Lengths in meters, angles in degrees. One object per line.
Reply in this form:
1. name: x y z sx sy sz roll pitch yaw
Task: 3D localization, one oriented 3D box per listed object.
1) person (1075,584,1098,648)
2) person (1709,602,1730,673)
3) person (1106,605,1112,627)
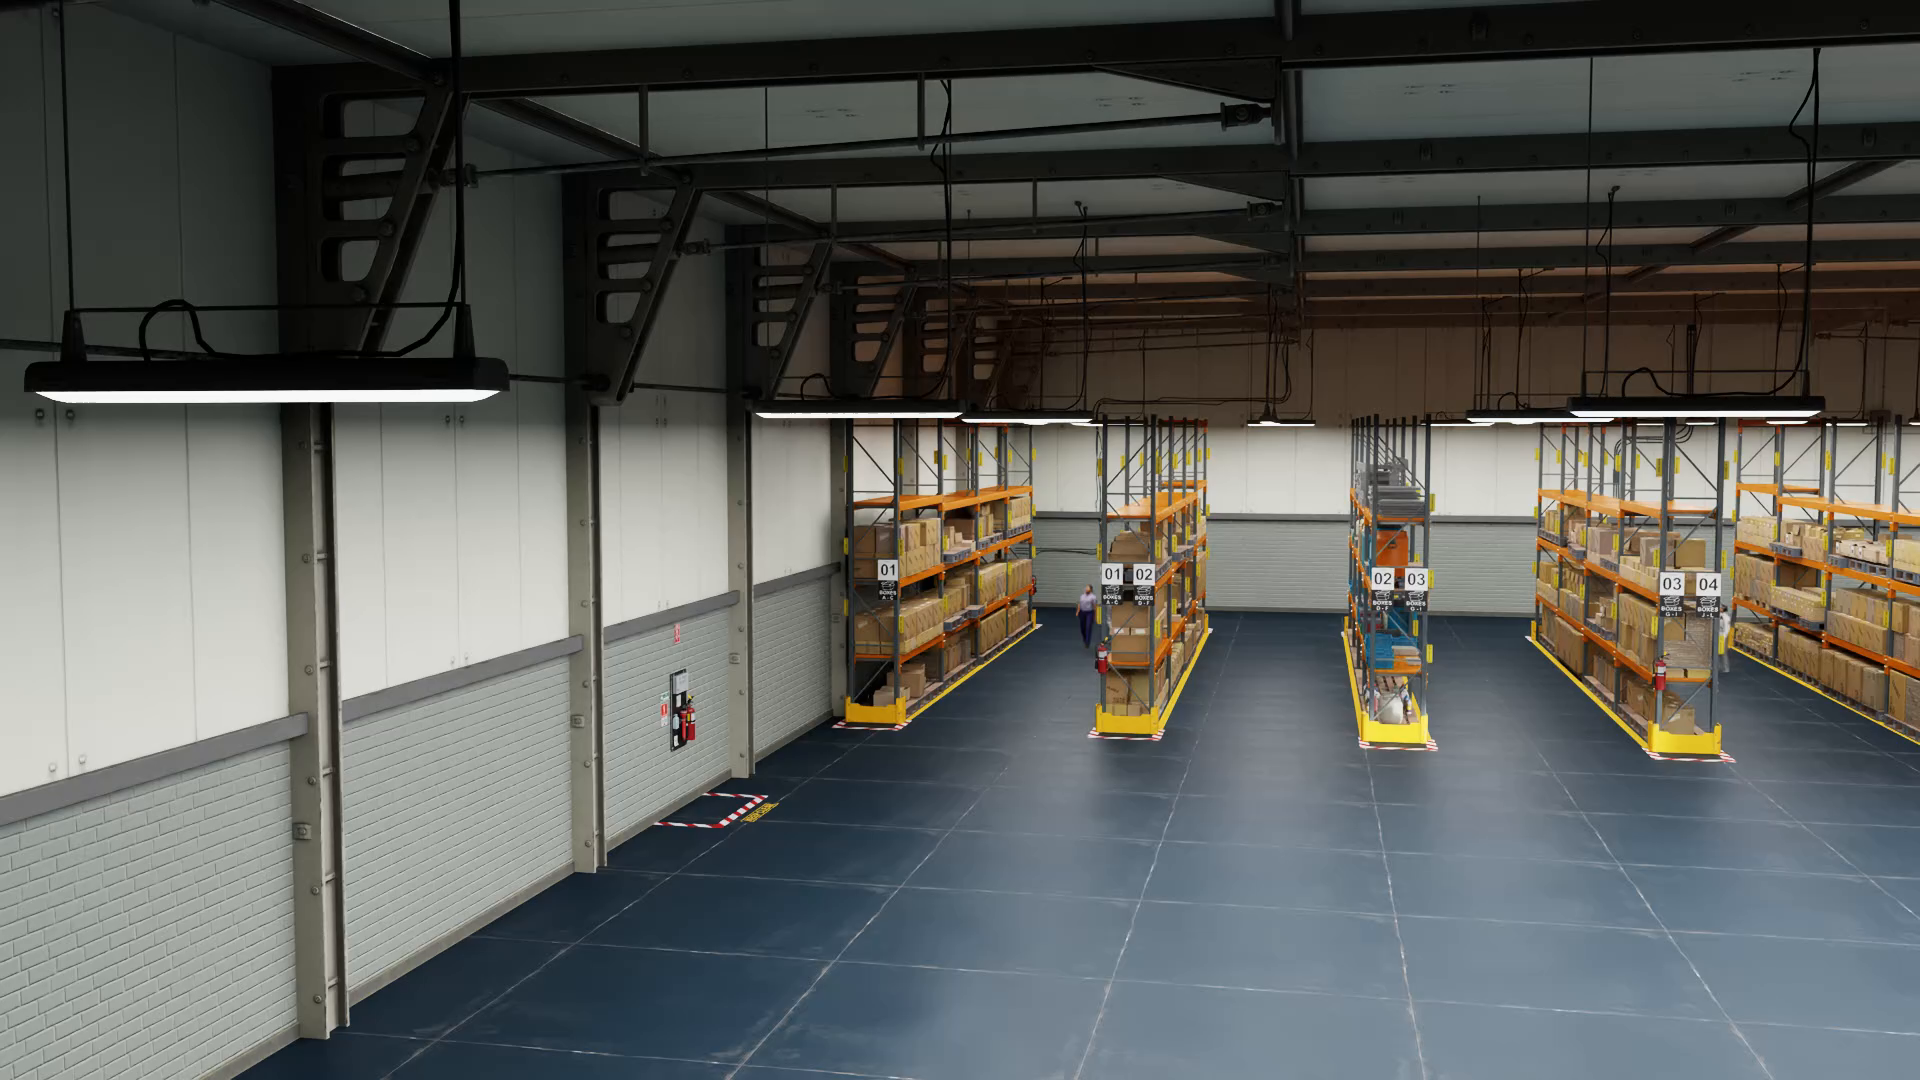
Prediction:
1. person: 3.254 1.938 42.650 0.558 1.597 0.936 1 4 16
2. person: 17.842 2.303 39.130 0.526 1.699 0.562 -3 5 -42
3. person: 4.443 1.620 48.233 0.578 1.794 0.416 -1 4 -15
